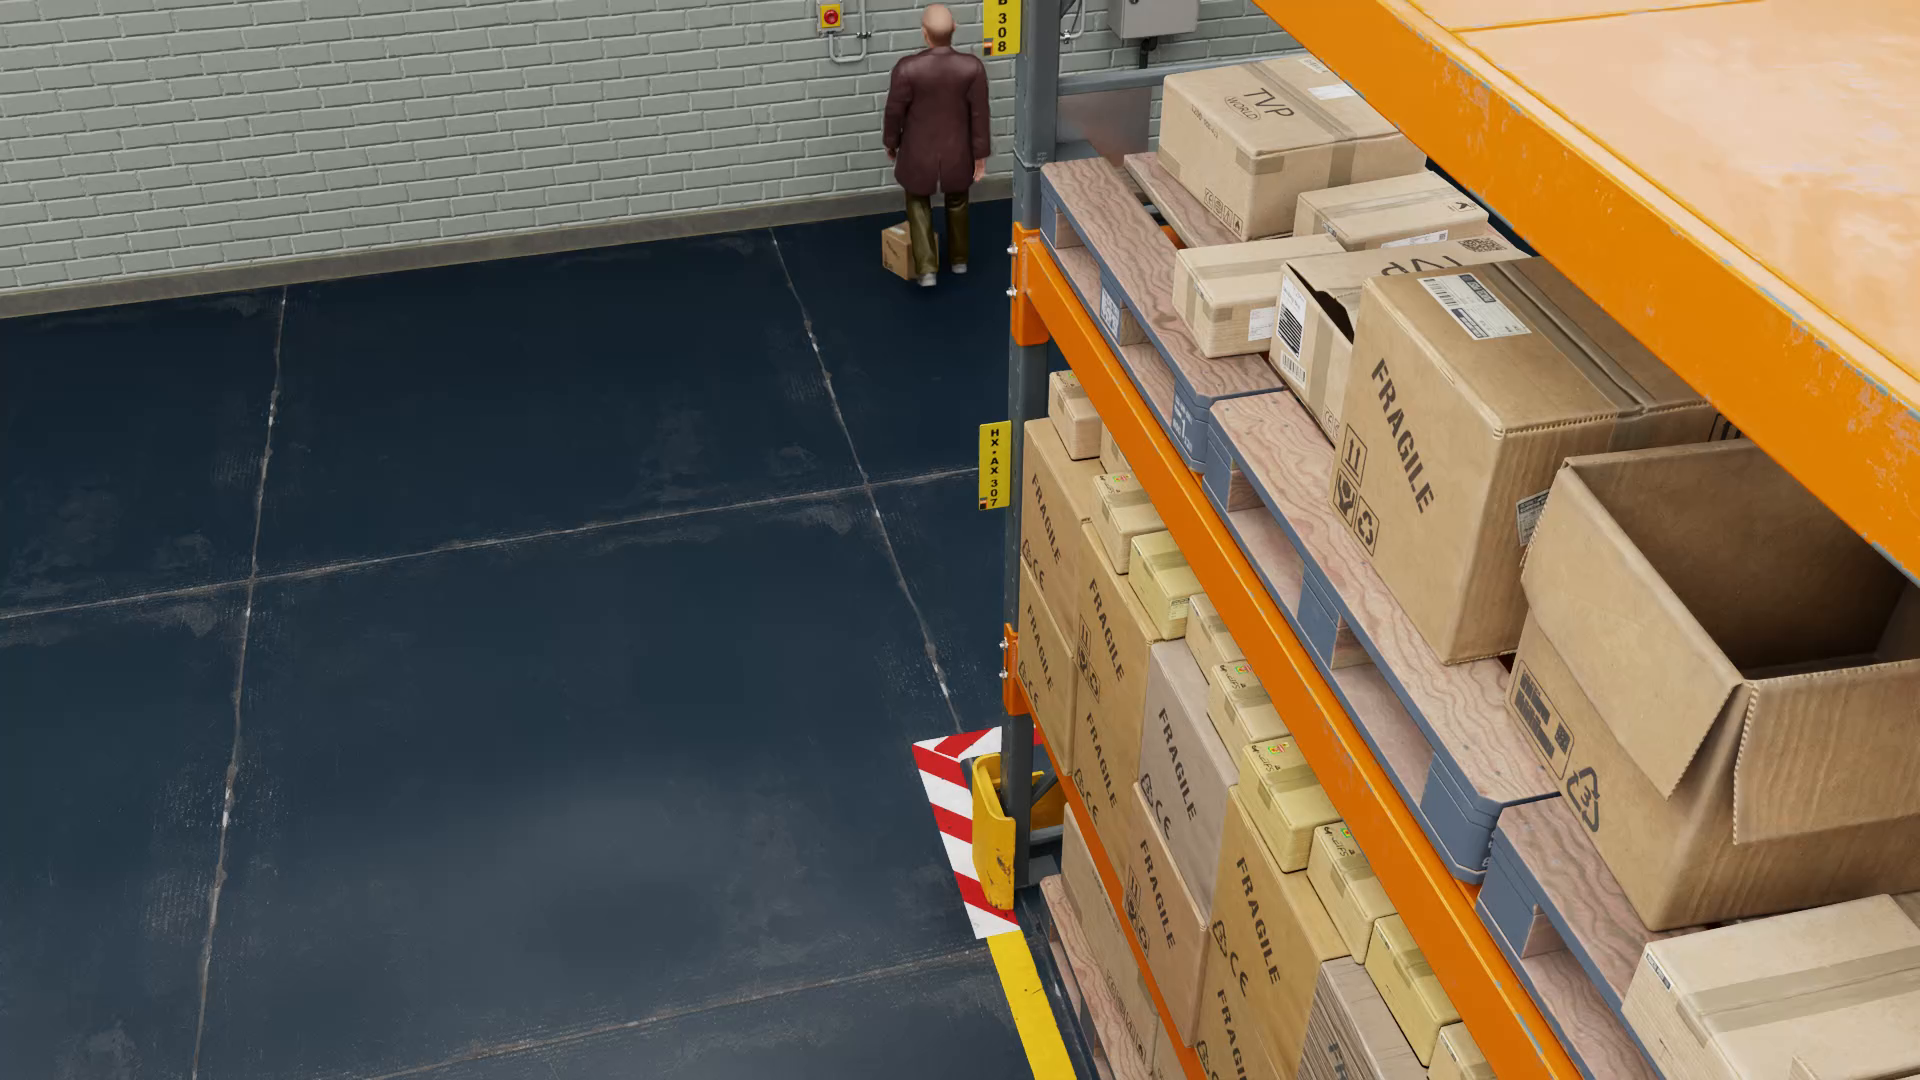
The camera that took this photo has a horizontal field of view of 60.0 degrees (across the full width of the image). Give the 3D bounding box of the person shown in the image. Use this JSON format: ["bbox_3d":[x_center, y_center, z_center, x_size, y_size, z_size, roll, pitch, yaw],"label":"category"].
[{"bbox_3d":[-0.144,-2.328,9.761,0.634,1.764,0.701,-3,38,-4],"label":"person"}]
